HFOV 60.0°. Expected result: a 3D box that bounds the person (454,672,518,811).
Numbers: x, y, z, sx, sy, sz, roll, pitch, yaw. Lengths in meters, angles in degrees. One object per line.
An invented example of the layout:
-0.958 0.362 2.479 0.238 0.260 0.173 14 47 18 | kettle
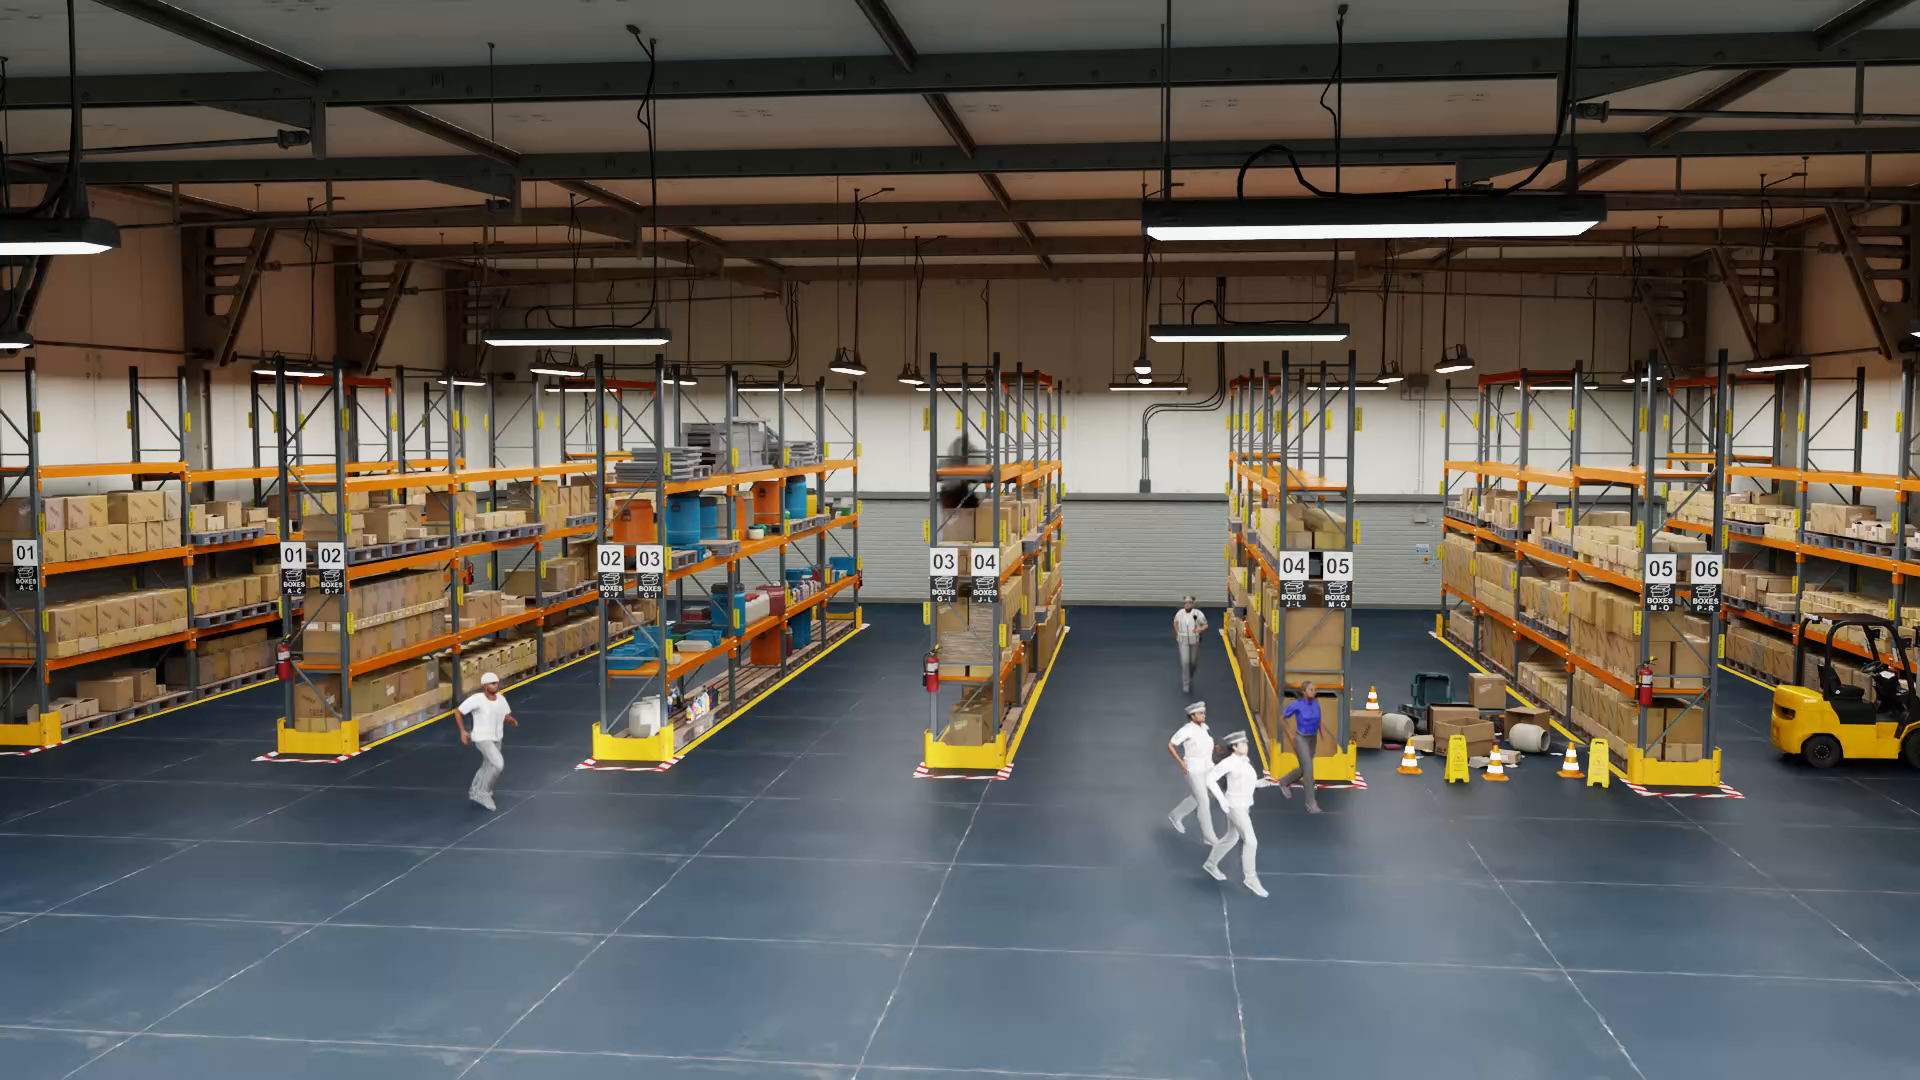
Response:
-6.088 2.604 21.532 0.808 1.787 0.669 2 5 27 | person

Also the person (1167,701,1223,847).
2.803 2.741 19.714 0.939 1.686 0.576 4 6 45 | person

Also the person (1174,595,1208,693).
4.312 1.923 31.132 0.647 1.792 0.911 1 4 10 | person

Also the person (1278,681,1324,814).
4.464 2.671 21.662 0.594 1.667 0.869 -3 5 -35 | person

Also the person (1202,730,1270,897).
2.959 2.890 17.783 0.791 1.742 0.587 2 5 31 | person
